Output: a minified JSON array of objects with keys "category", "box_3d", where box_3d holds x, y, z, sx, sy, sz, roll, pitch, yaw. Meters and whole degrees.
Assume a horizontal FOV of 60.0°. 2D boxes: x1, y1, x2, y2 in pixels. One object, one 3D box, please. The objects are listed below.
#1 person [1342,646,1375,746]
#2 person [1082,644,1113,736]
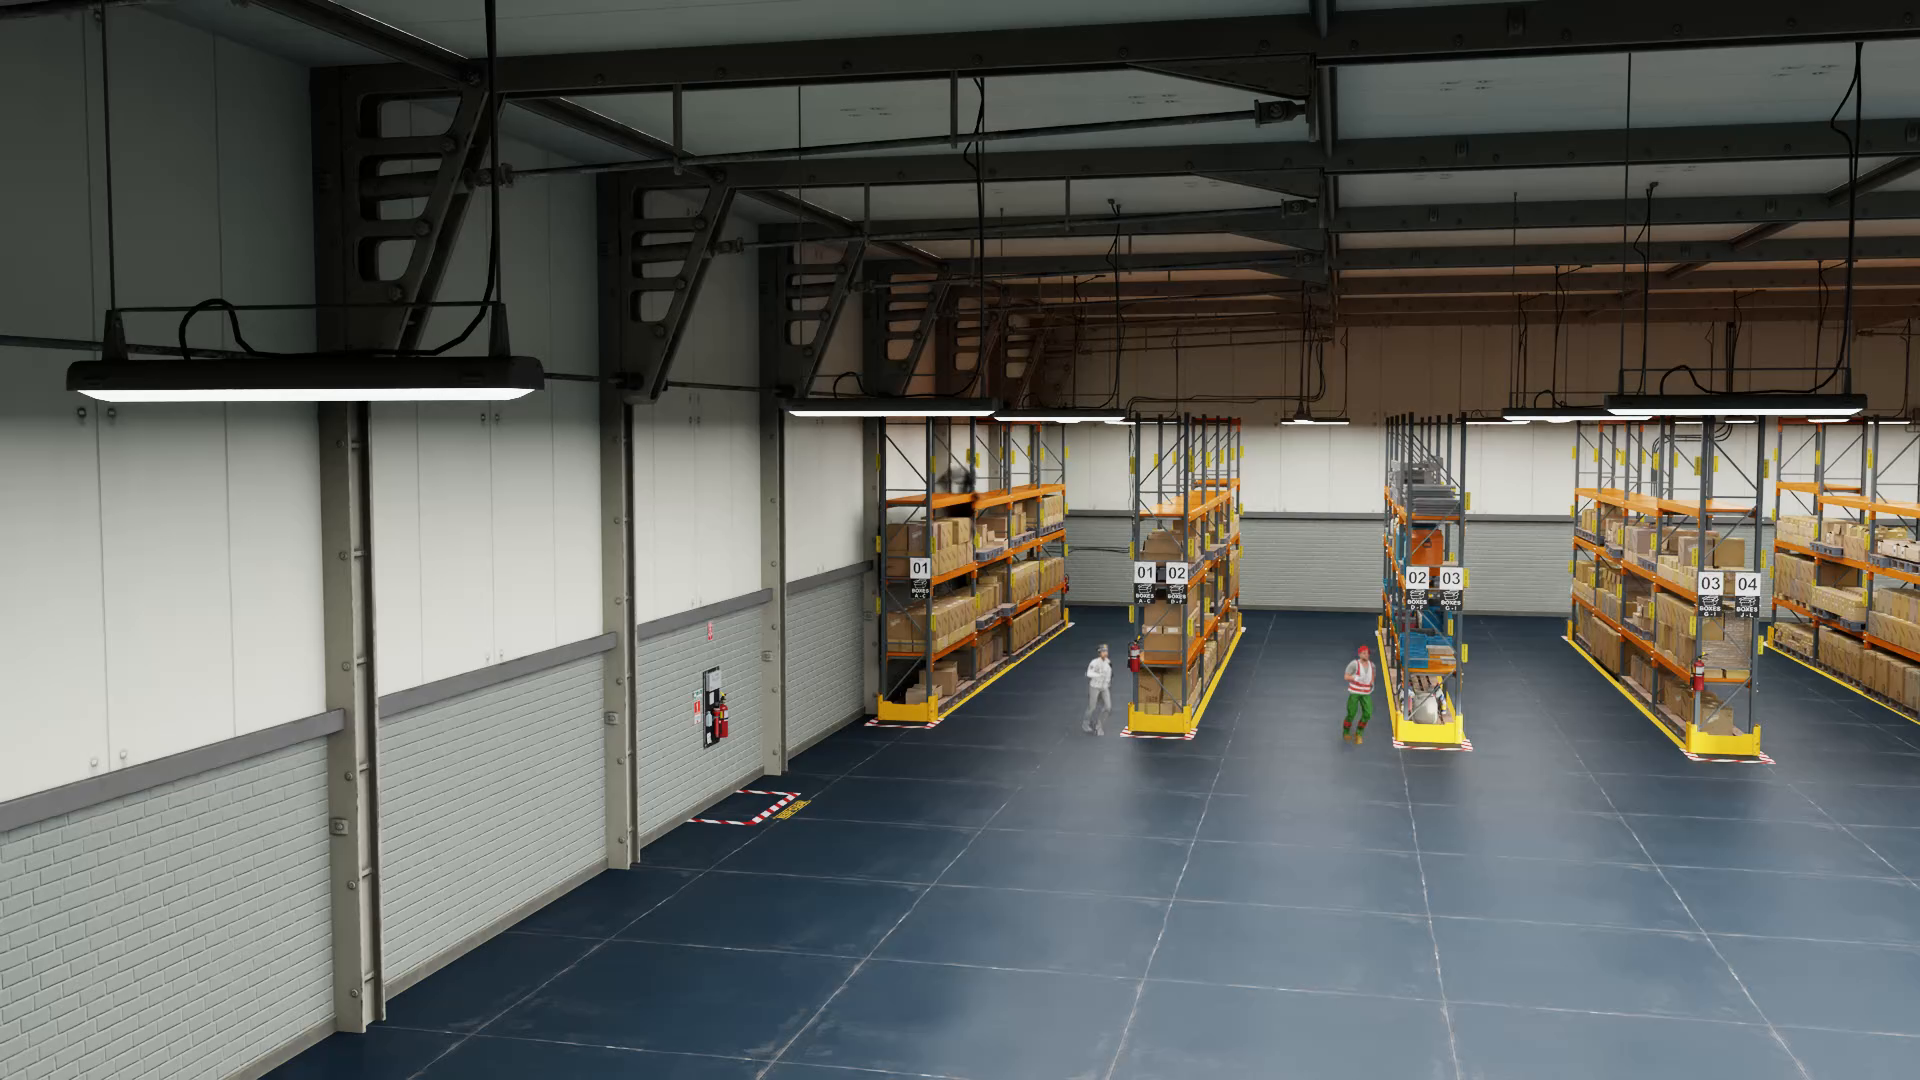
[{"category":"person","box_3d":[7.256,2.813,30.065,0.652,1.824,0.729,-1,4,-8]},{"category":"person","box_3d":[2.625,2.797,31.011,0.612,1.740,0.703,-2,4,-24]}]
